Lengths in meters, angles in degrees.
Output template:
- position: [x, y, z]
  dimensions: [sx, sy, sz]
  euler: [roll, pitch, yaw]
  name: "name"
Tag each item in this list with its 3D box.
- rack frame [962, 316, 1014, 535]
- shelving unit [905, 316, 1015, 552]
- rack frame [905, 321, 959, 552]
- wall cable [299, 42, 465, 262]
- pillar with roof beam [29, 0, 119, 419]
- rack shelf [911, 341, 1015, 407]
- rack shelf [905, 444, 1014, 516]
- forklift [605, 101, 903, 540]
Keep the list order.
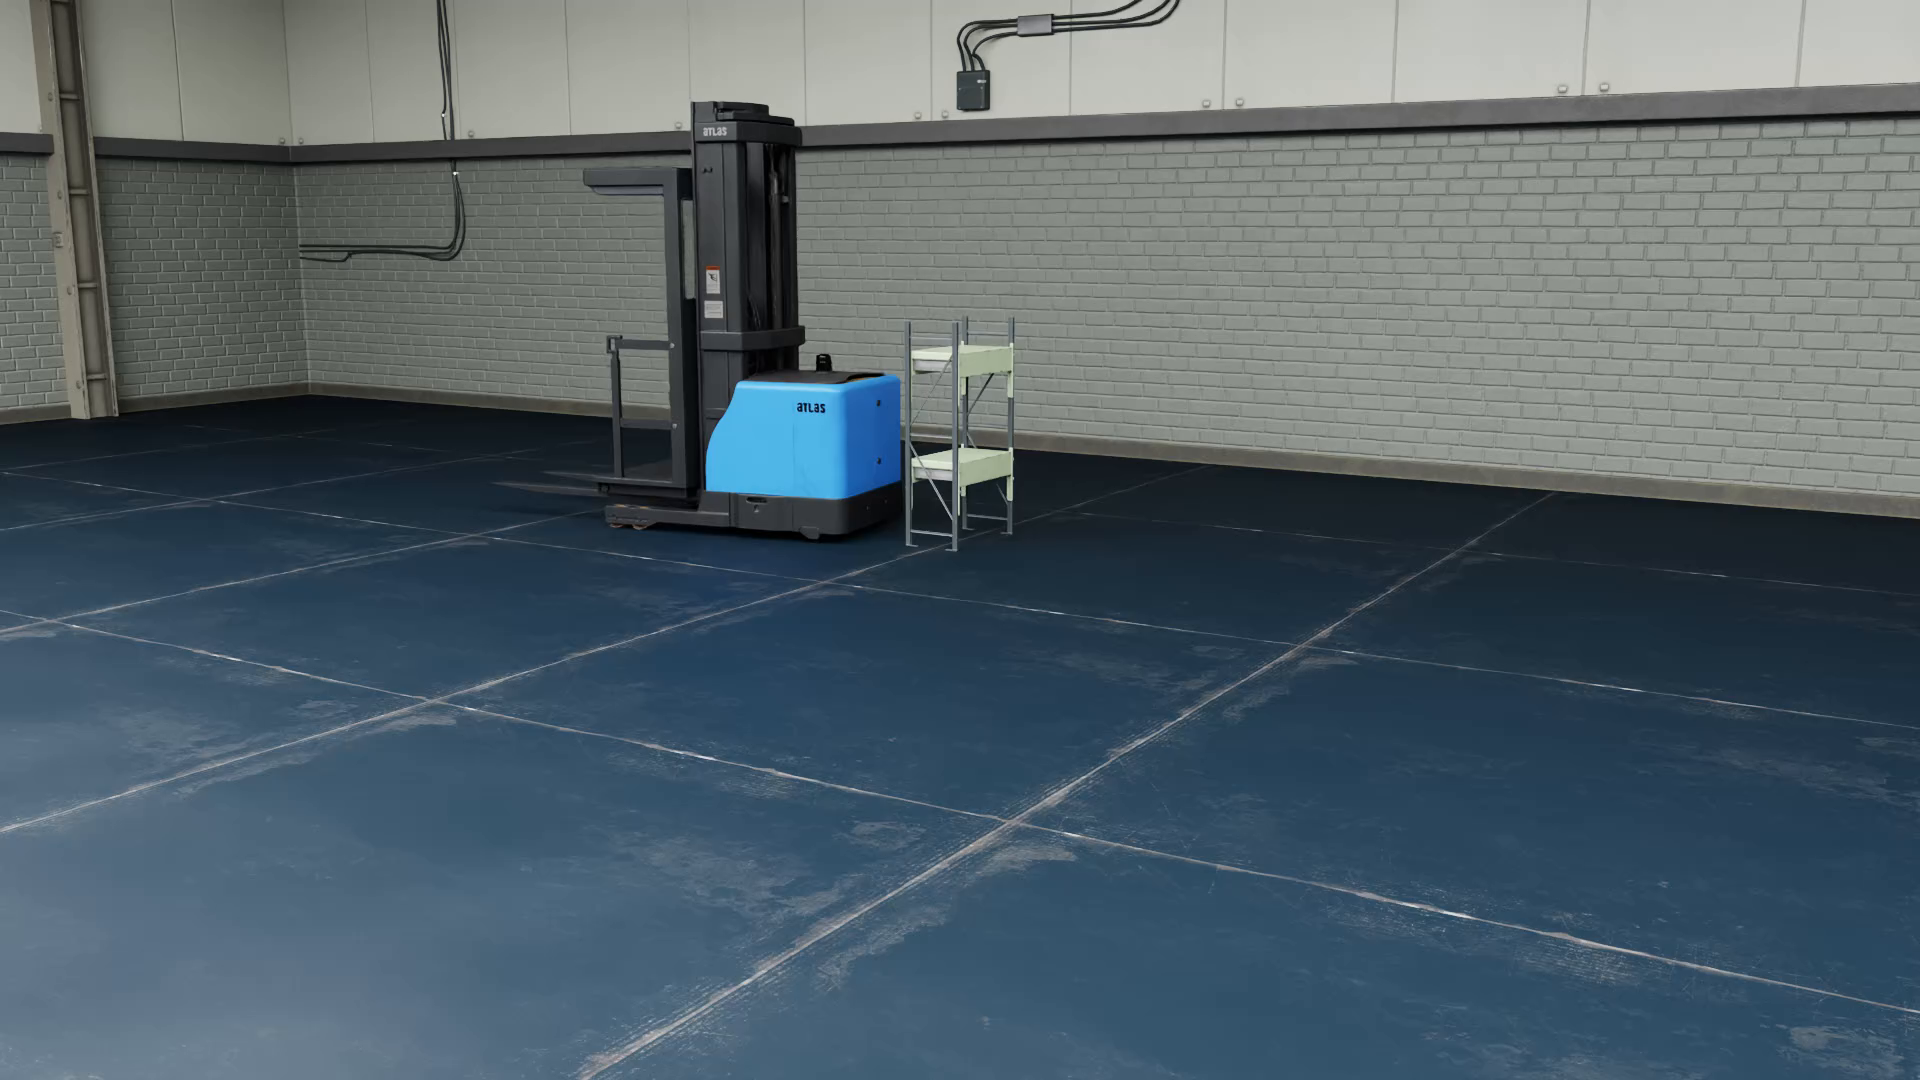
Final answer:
- position: [0.193, -0.796, 11.544]
  dimensions: [0.400, 1.500, 0.023]
  euler: [6, 12, 31]
  name: "rack frame"
- position: [0.003, -0.738, 11.236]
  dimensions: [0.431, 1.500, 0.755]
  euler: [6, 12, 31]
  name: "shelving unit"
- position: [-0.187, -0.681, 10.929]
  dimensions: [0.400, 1.500, 0.023]
  euler: [6, 12, 31]
  name: "rack frame"
- position: [-7.134, -4.630, 20.081]
  dimensions: [3.097, 2.526, 0.112]
  euler: [6, 12, 31]
  name: "wall cable"
- position: [-6.114, -5.407, 15.798]
  dimensions: [9.100, 9.000, 0.400]
  euler: [6, 12, 31]
  name: "pillar with roof beam"
- position: [0.003, -1.122, 11.164]
  dimensions: [0.431, 0.370, 0.720]
  euler: [6, 12, 31]
  name: "rack shelf"
- position: [0.003, -0.418, 11.296]
  dimensions: [0.431, 0.370, 0.720]
  euler: [6, 12, 31]
  name: "rack shelf"
- position: [-1.976, -1.595, 11.925]
  dimensions: [3.031, 2.935, 1.130]
  euler: [4, 11, 22]
  name: "forklift"
